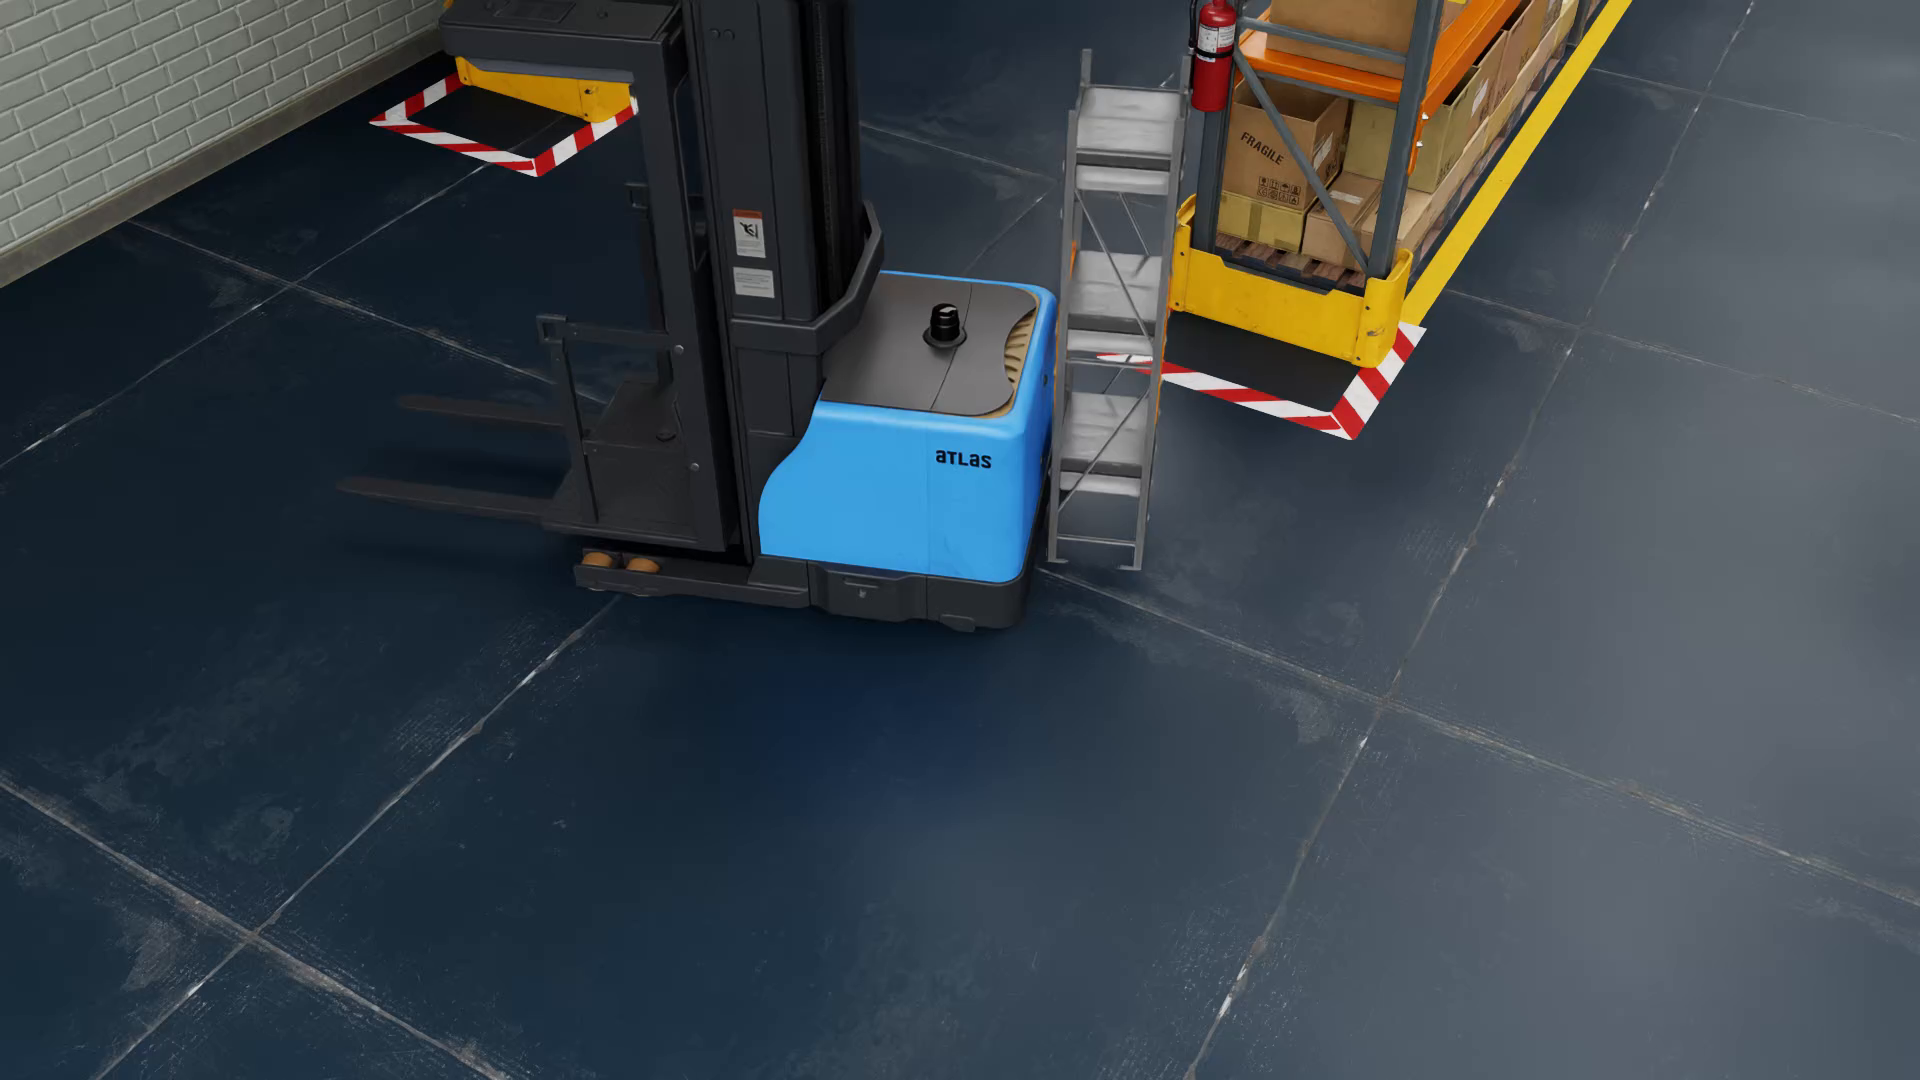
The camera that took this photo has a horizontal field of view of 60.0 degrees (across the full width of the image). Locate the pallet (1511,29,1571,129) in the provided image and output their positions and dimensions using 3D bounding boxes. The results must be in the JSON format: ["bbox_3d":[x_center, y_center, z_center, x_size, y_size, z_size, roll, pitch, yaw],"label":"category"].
[{"bbox_3d":[3.208,-3.065,10.571,1.003,0.211,1.213,21,45,22],"label":"pallet"}]

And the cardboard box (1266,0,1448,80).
[{"bbox_3d":[1.885,-2.564,7.817,0.700,0.500,0.500,21,45,22],"label":"cardboard box"}]

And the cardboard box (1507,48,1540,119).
[{"bbox_3d":[3.103,-2.767,9.885,0.500,0.250,0.500,21,45,22],"label":"cardboard box"}]

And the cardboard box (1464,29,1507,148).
[{"bbox_3d":[2.589,-2.481,8.994,0.500,0.500,0.500,21,45,22],"label":"cardboard box"}]

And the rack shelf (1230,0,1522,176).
[{"bbox_3d":[2.642,-3.138,9.088,1.077,0.370,4.000,21,45,22],"label":"rack shelf"}]

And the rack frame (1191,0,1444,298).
[{"bbox_3d":[1.641,-2.264,7.551,1.000,3.000,0.127,21,45,22],"label":"rack frame"}]

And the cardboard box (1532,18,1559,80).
[{"bbox_3d":[3.341,-3.058,10.216,0.500,0.250,0.500,21,45,22],"label":"cardboard box"}]

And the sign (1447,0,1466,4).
[{"bbox_3d":[2.118,-2.432,7.027,0.100,0.325,0.005,21,45,22],"label":"sign"}]

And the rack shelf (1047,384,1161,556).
[{"bbox_3d":[0.612,-0.302,7.084,0.431,0.518,0.480,6,42,7],"label":"rack shelf"}]

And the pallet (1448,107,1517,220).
[{"bbox_3d":[2.599,-2.364,9.775,1.003,0.211,1.213,21,45,22],"label":"pallet"}]

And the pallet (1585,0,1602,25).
[{"bbox_3d":[3.977,-3.941,11.565,1.003,0.211,1.213,21,45,22],"label":"pallet"}]

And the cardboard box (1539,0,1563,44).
[{"bbox_3d":[3.339,-3.340,9.968,0.500,0.500,0.500,21,45,22],"label":"cardboard box"}]

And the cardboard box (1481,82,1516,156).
[{"bbox_3d":[2.854,-2.481,9.560,0.500,0.250,0.500,21,45,22],"label":"cardboard box"}]

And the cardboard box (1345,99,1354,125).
[{"bbox_3d":[2.139,-2.653,9.189,0.500,0.500,0.500,21,45,22],"label":"cardboard box"}]

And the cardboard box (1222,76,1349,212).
[{"bbox_3d":[1.651,-2.076,8.534,0.500,0.500,0.500,21,45,22],"label":"cardboard box"}]

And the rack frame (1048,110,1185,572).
[{"bbox_3d":[0.575,-0.678,6.431,0.400,2.100,0.015,6,42,7],"label":"rack frame"}]

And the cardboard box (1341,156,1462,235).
[{"bbox_3d":[2.349,-1.910,8.912,0.500,0.250,0.500,21,45,22],"label":"cardboard box"}]

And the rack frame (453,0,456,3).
[{"bbox_3d":[-2.650,-3.900,9.409,1.000,3.000,0.127,21,45,22],"label":"rack frame"}]

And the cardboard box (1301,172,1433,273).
[{"bbox_3d":[2.102,-1.623,8.586,0.500,0.250,0.500,21,45,22],"label":"cardboard box"}]

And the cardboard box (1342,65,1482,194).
[{"bbox_3d":[2.350,-2.191,8.664,0.500,0.500,0.500,21,45,22],"label":"cardboard box"}]

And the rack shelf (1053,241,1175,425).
[{"bbox_3d":[0.612,-0.827,6.621,0.431,0.518,0.480,6,42,7],"label":"rack shelf"}]

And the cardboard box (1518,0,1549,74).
[{"bbox_3d":[3.092,-3.053,9.642,0.500,0.500,0.500,21,45,22],"label":"cardboard box"}]

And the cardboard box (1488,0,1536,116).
[{"bbox_3d":[2.855,-2.762,9.312,0.500,0.500,0.500,21,45,22],"label":"cardboard box"}]

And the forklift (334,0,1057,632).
[{"bbox_3d":[-1.156,-1.197,6.391,3.031,2.935,1.130,7,42,8],"label":"forklift"}]

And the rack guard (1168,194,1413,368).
[{"bbox_3d":[1.629,-1.312,8.362,1.175,0.500,0.348,21,45,22],"label":"rack guard"}]

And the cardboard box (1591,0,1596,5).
[{"bbox_3d":[4.059,-3.827,11.089,0.500,0.250,0.500,20,45,21],"label":"cardboard box"}]

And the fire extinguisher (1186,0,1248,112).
[{"bbox_3d":[1.179,-2.321,7.674,0.296,0.674,0.183,21,45,22],"label":"fire extinguisher"}]

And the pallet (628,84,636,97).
[{"bbox_3d":[-2.175,-3.350,10.895,1.003,0.211,1.213,21,45,22],"label":"pallet"}]

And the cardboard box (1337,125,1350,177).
[{"bbox_3d":[1.893,-2.084,9.110,0.500,0.250,0.500,21,45,22],"label":"cardboard box"}]

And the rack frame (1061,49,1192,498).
[{"bbox_3d":[0.649,-0.997,6.793,0.400,2.100,0.015,6,42,7],"label":"rack frame"}]

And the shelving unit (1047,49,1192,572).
[{"bbox_3d":[0.612,-0.838,6.612,0.431,2.100,0.503,6,42,7],"label":"shelving unit"}]

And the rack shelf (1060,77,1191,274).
[{"bbox_3d":[0.612,-1.353,6.159,0.431,0.518,0.480,6,42,7],"label":"rack shelf"}]

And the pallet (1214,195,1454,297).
[{"bbox_3d":[1.987,-1.669,8.985,1.003,0.211,1.213,21,45,22],"label":"pallet"}]

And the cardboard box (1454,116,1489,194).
[{"bbox_3d":[2.599,-2.196,9.237,0.500,0.250,0.500,21,45,22],"label":"cardboard box"}]

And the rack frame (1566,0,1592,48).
[{"bbox_3d":[3.642,-4.553,10.150,1.000,3.000,0.127,21,45,22],"label":"rack frame"}]

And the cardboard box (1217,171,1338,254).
[{"bbox_3d":[1.653,-1.794,8.781,0.500,0.250,0.500,21,45,22],"label":"cardboard box"}]

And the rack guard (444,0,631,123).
[{"bbox_3d":[-2.612,-3.005,10.285,1.175,0.500,0.348,21,45,22],"label":"rack guard"}]

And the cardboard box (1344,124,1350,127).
[{"bbox_3d":[2.142,-2.371,9.435,0.500,0.250,0.500,21,45,22],"label":"cardboard box"}]

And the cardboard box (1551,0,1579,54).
[{"bbox_3d":[3.600,-3.341,10.537,0.500,0.250,0.500,21,45,22],"label":"cardboard box"}]

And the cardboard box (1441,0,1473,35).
[{"bbox_3d":[2.144,-2.866,8.160,0.700,0.500,0.500,22,46,23],"label":"cardboard box"}]
